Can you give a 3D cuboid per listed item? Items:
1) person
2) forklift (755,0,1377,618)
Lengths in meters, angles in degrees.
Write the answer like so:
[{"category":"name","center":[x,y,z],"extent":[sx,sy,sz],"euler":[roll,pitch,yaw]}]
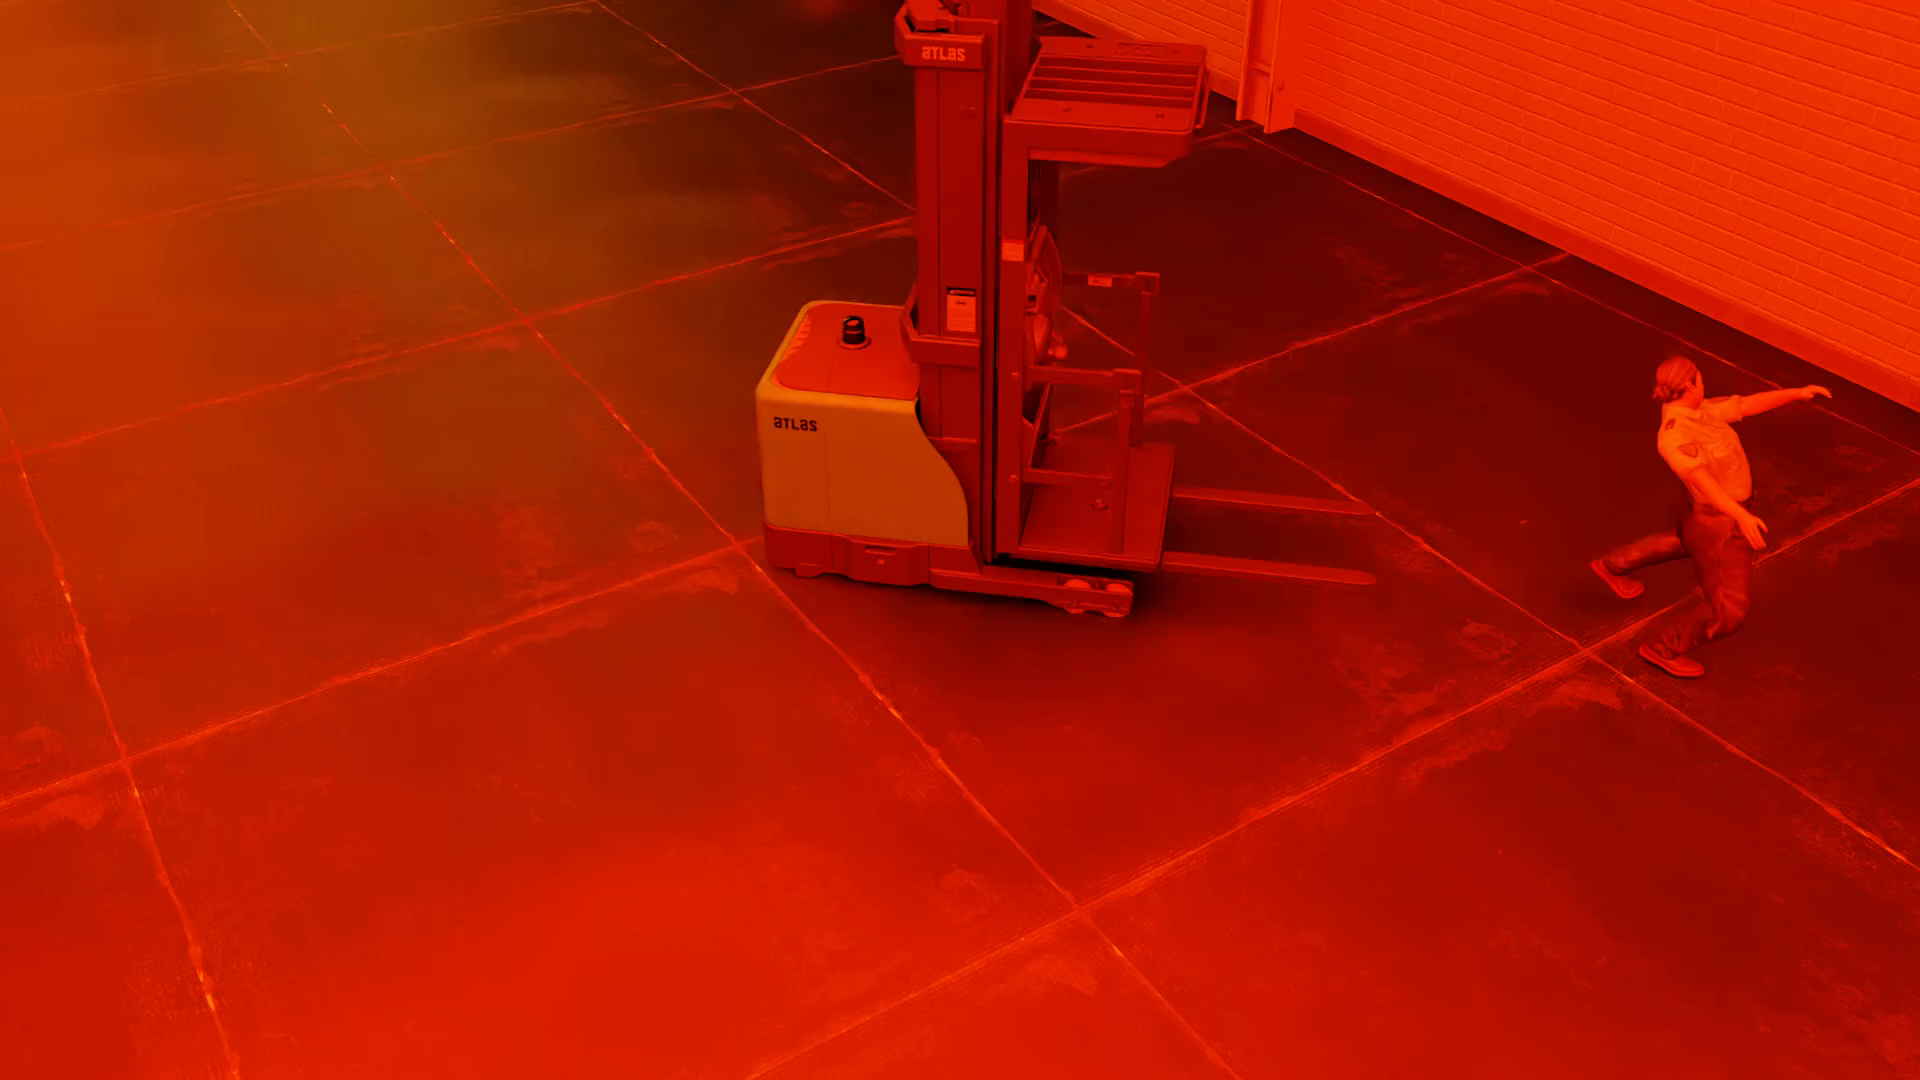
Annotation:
[{"category":"person","center":[3.374,-0.032,7.494],"extent":[0.697,1.419,1.004],"euler":[8,36,11]},{"category":"forklift","center":[0.577,-1.151,7.786],"extent":[3.031,2.935,1.130],"euler":[6,36,8]}]
